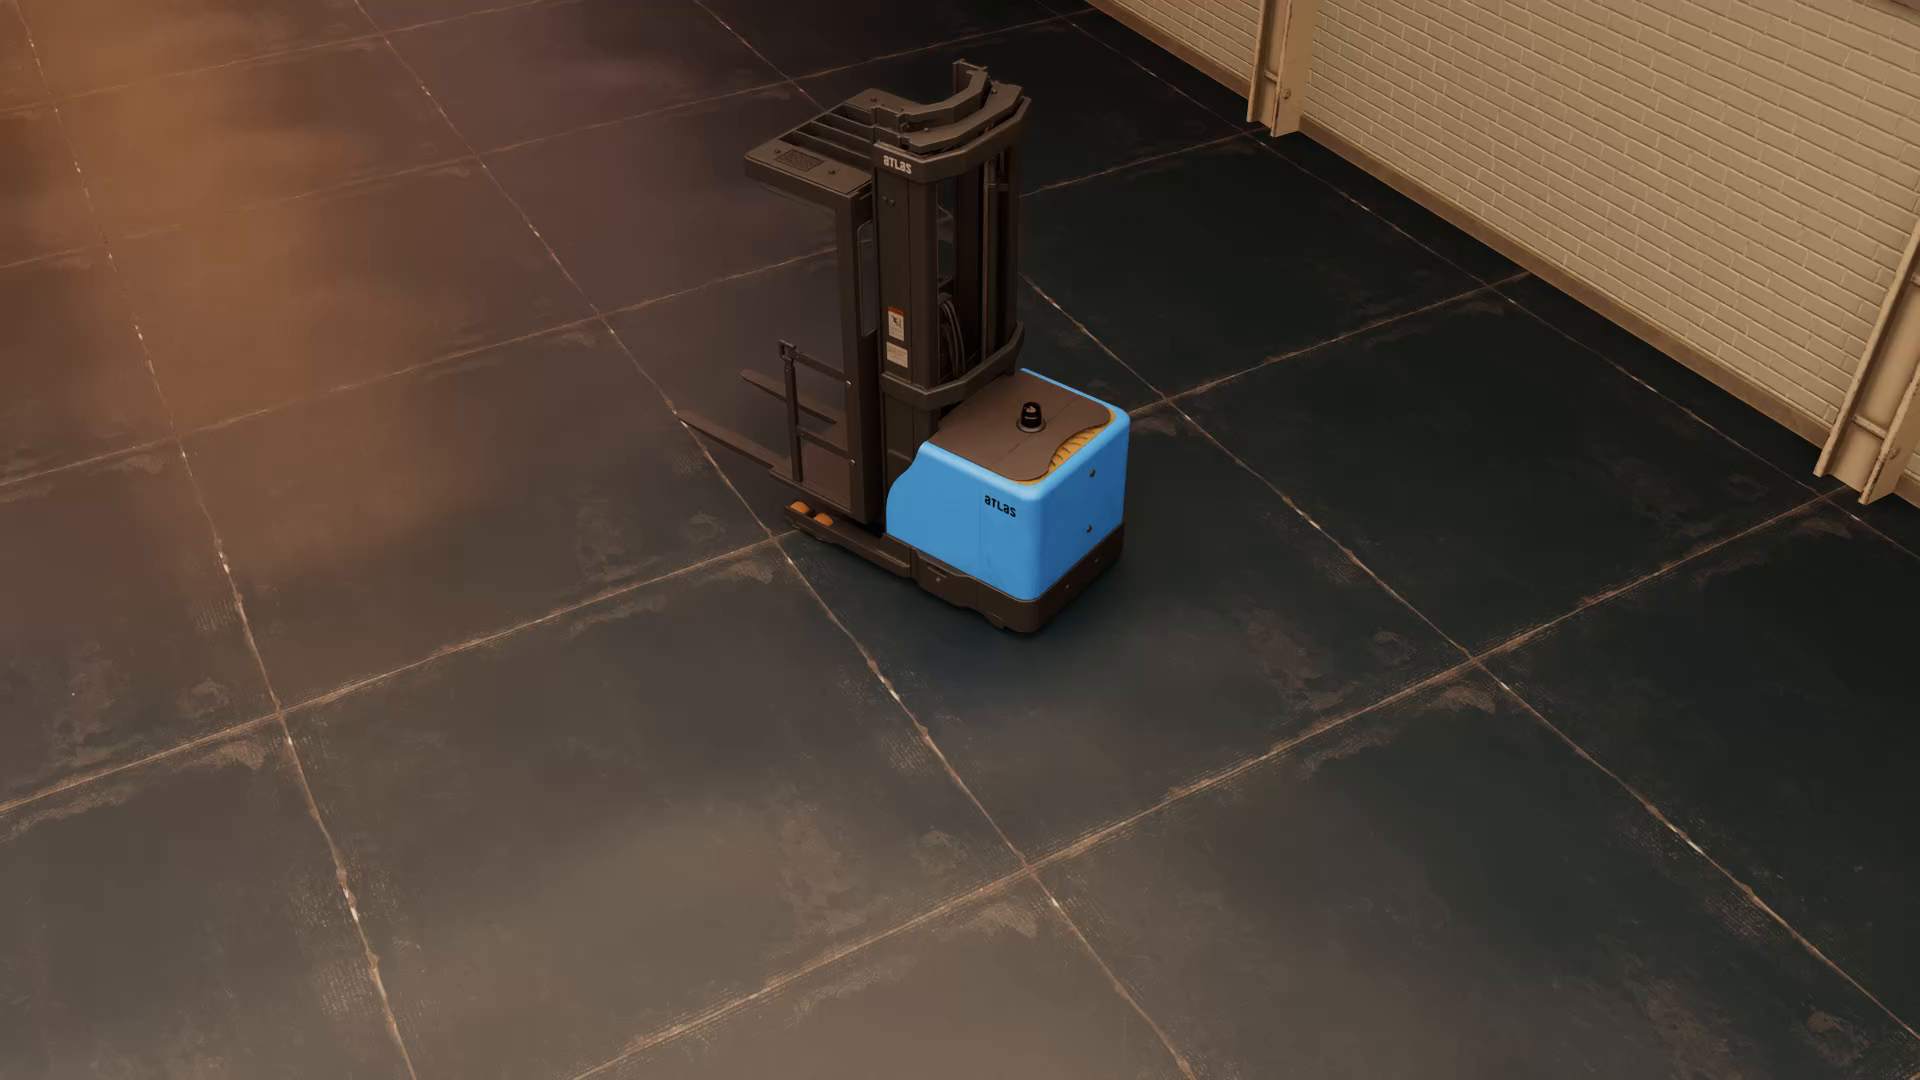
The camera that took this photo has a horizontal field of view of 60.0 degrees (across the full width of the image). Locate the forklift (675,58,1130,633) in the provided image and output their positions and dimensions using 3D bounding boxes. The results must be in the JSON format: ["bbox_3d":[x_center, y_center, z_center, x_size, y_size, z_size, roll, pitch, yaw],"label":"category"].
[{"bbox_3d":[-0.481,-1.366,9.683,3.031,2.935,1.130,26,46,28],"label":"forklift"}]
